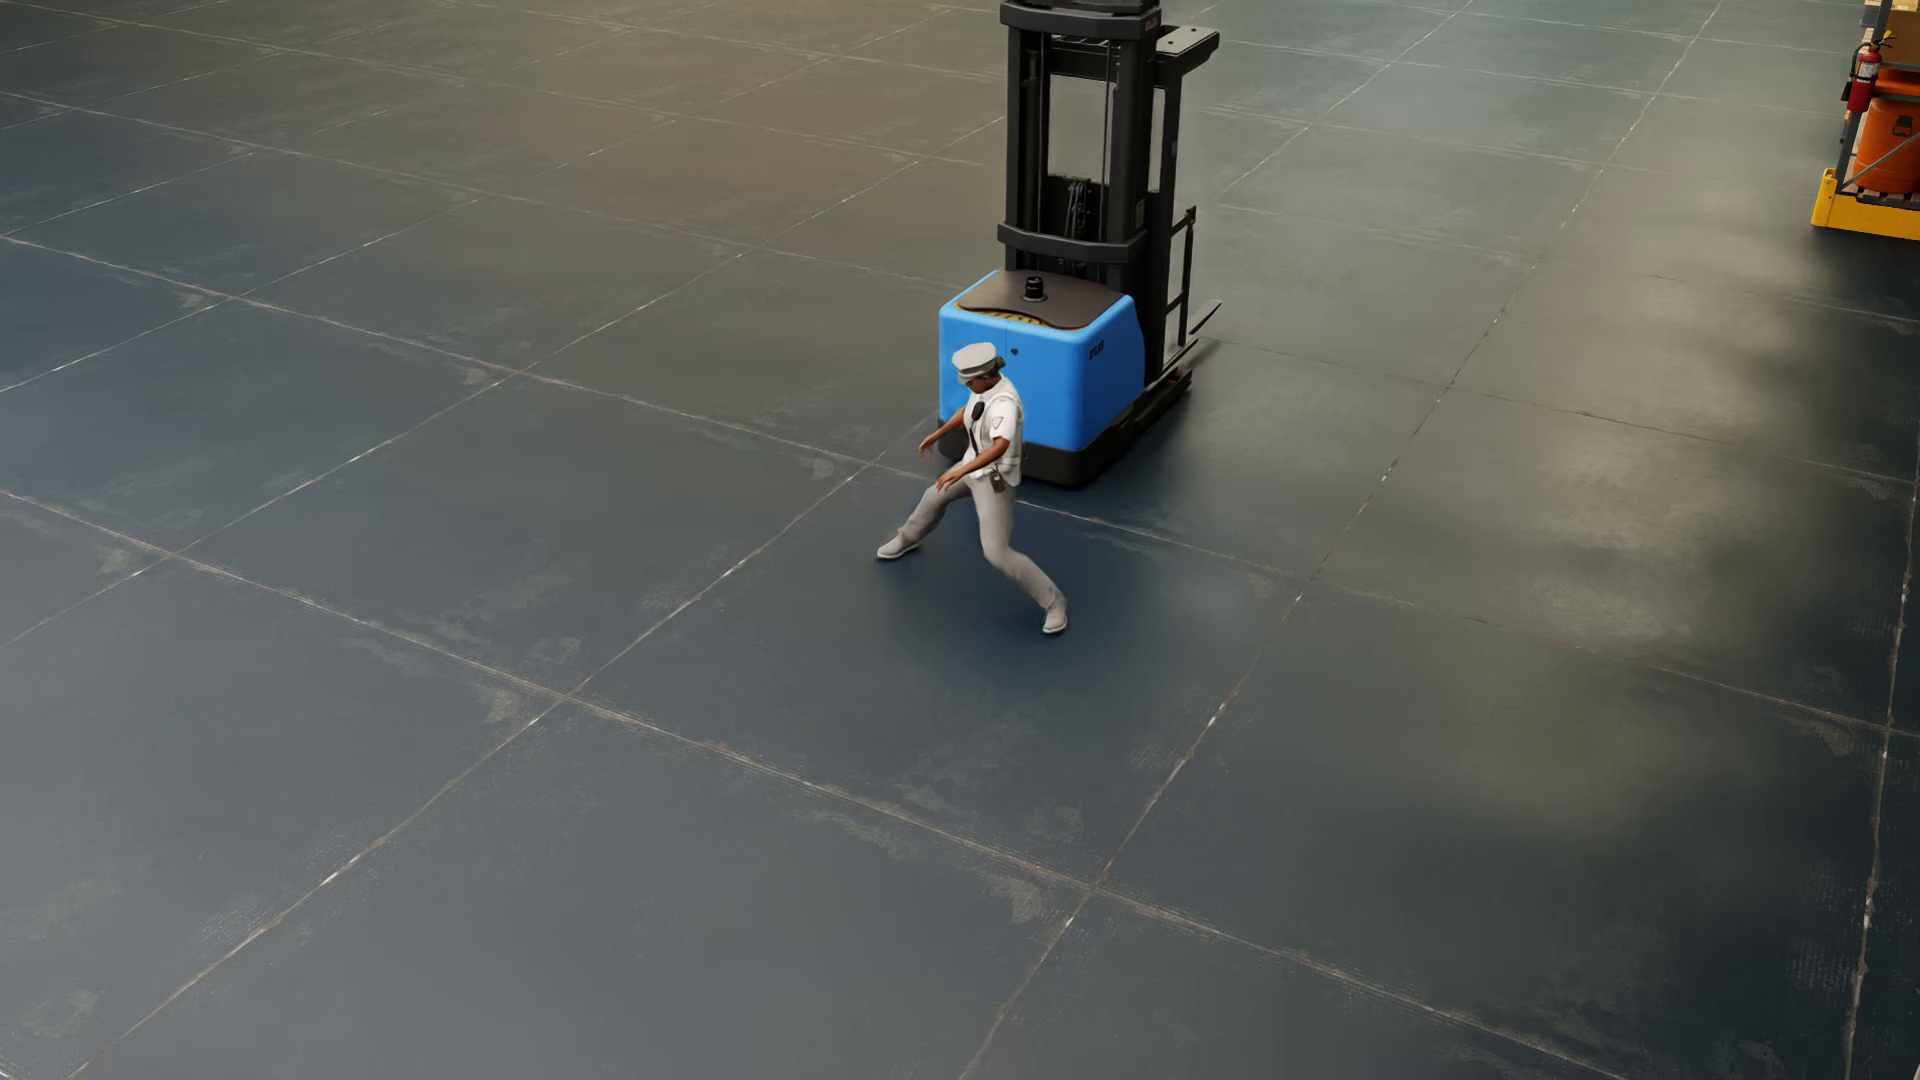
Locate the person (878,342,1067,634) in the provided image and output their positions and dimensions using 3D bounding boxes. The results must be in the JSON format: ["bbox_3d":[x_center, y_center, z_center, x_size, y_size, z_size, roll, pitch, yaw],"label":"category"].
[{"bbox_3d":[0.065,-0.351,9.145,0.888,1.473,1.204,-8,31,-13],"label":"person"}]

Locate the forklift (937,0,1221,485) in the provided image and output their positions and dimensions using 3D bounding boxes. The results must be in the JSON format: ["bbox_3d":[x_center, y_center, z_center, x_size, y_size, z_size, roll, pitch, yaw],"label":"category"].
[{"bbox_3d":[0.992,-2.323,11.095,1.130,2.935,3.031,15,33,24],"label":"forklift"}]
